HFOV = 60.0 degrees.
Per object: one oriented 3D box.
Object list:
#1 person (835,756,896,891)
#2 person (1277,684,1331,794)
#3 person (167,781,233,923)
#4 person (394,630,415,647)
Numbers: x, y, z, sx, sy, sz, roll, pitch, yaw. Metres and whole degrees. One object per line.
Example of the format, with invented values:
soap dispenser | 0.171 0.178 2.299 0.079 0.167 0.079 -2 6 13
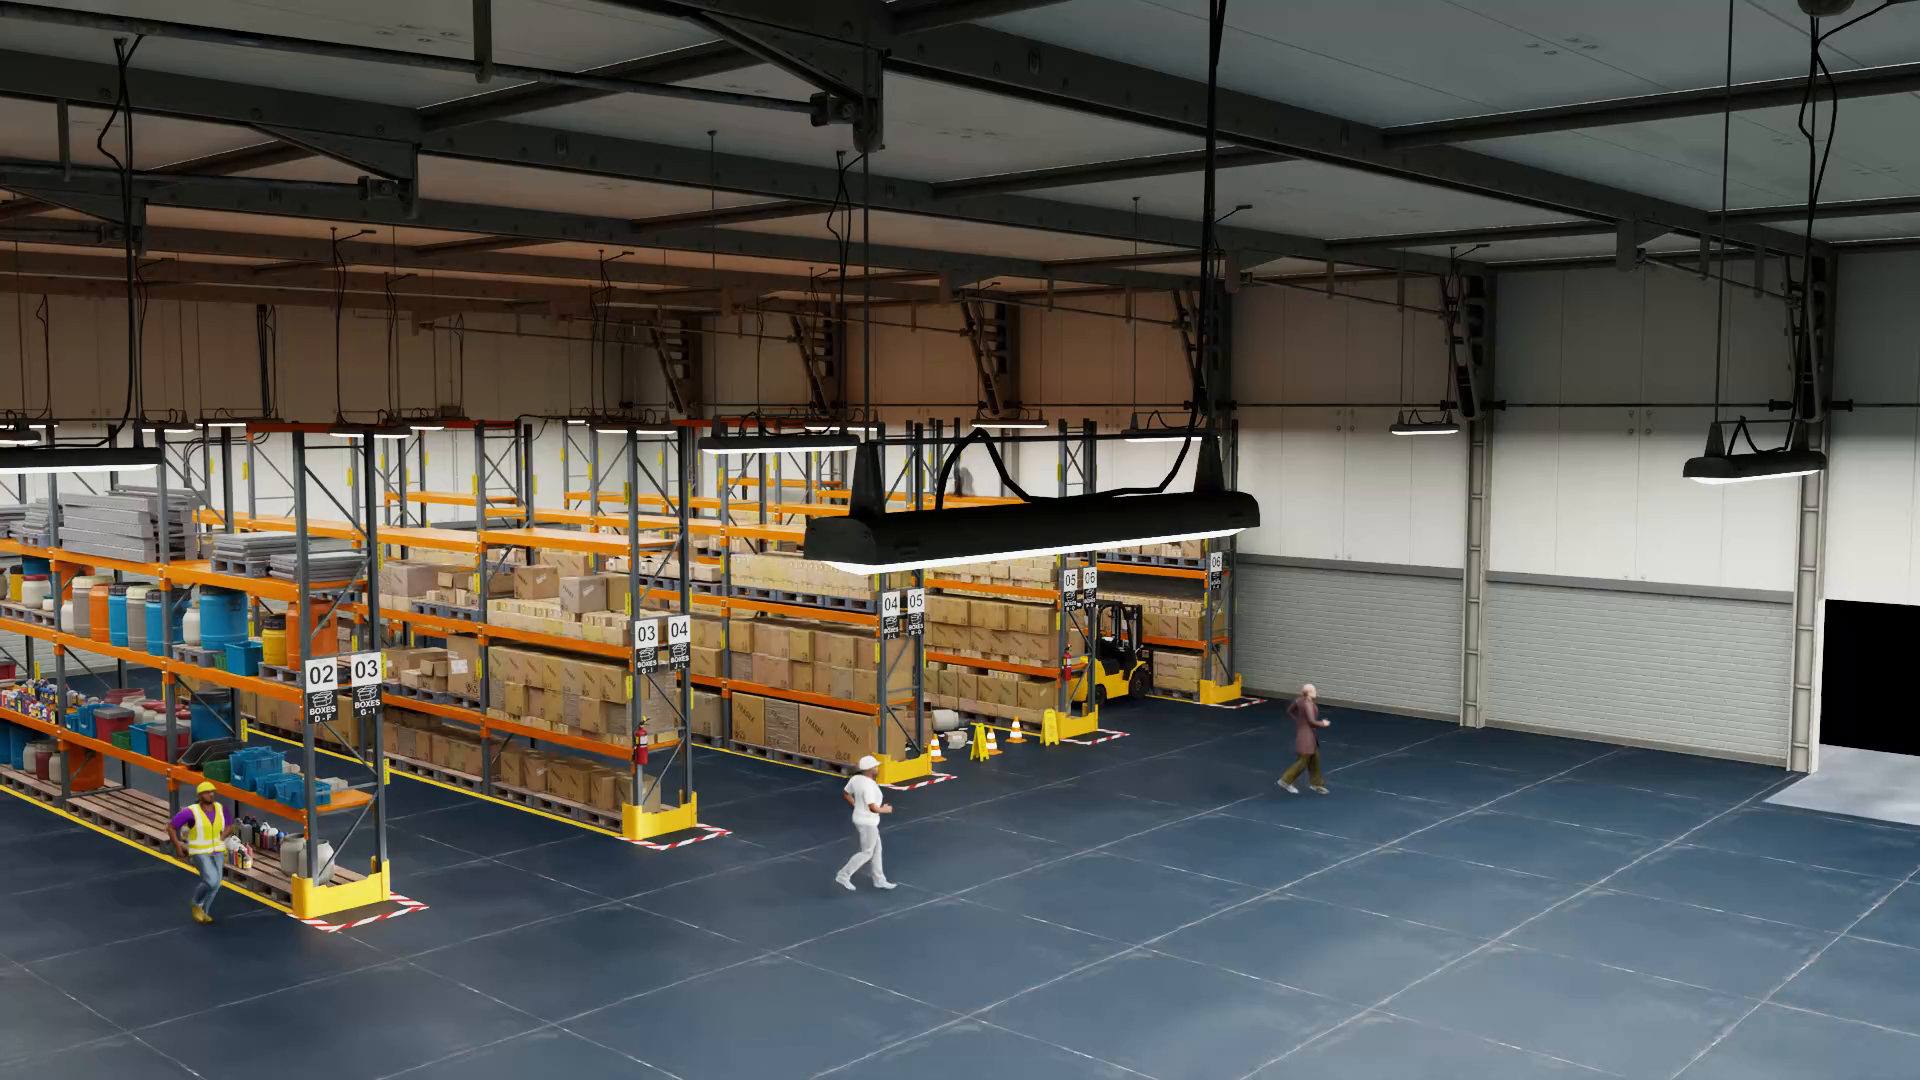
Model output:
person | -1.228 3.683 21.545 0.864 1.784 0.726 -2 5 -20
person | 5.583 3.337 26.940 0.922 1.632 0.737 0 5 -2
person | -9.171 3.809 20.273 0.633 1.722 0.691 3 5 32
person | -13.360 2.178 40.116 0.866 1.781 0.664 -5 7 -44
